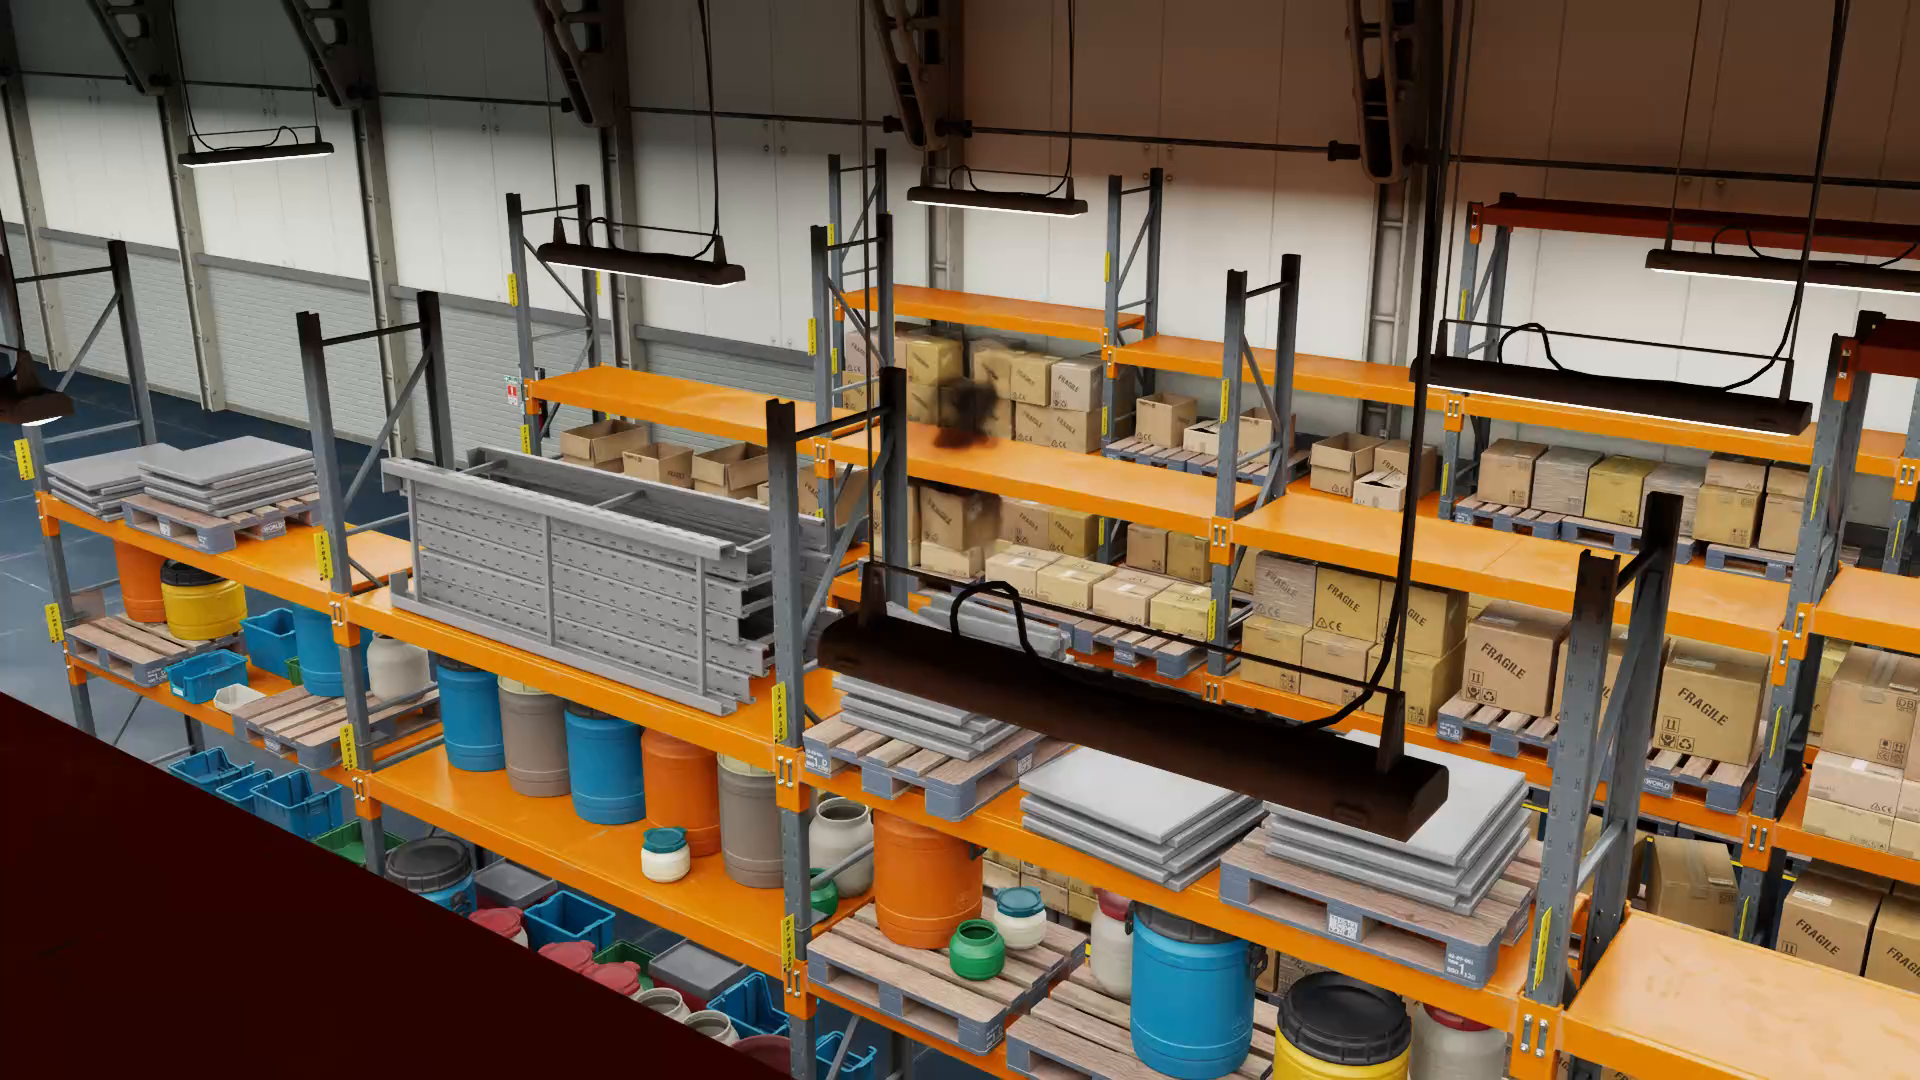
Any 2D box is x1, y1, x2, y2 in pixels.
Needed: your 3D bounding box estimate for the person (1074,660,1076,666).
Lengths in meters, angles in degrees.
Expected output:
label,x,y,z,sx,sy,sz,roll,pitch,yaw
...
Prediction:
label,x,y,z,sx,sy,sz,roll,pitch,yaw
person,1.031,1.800,16.967,0.891,1.685,0.586,11,21,30
